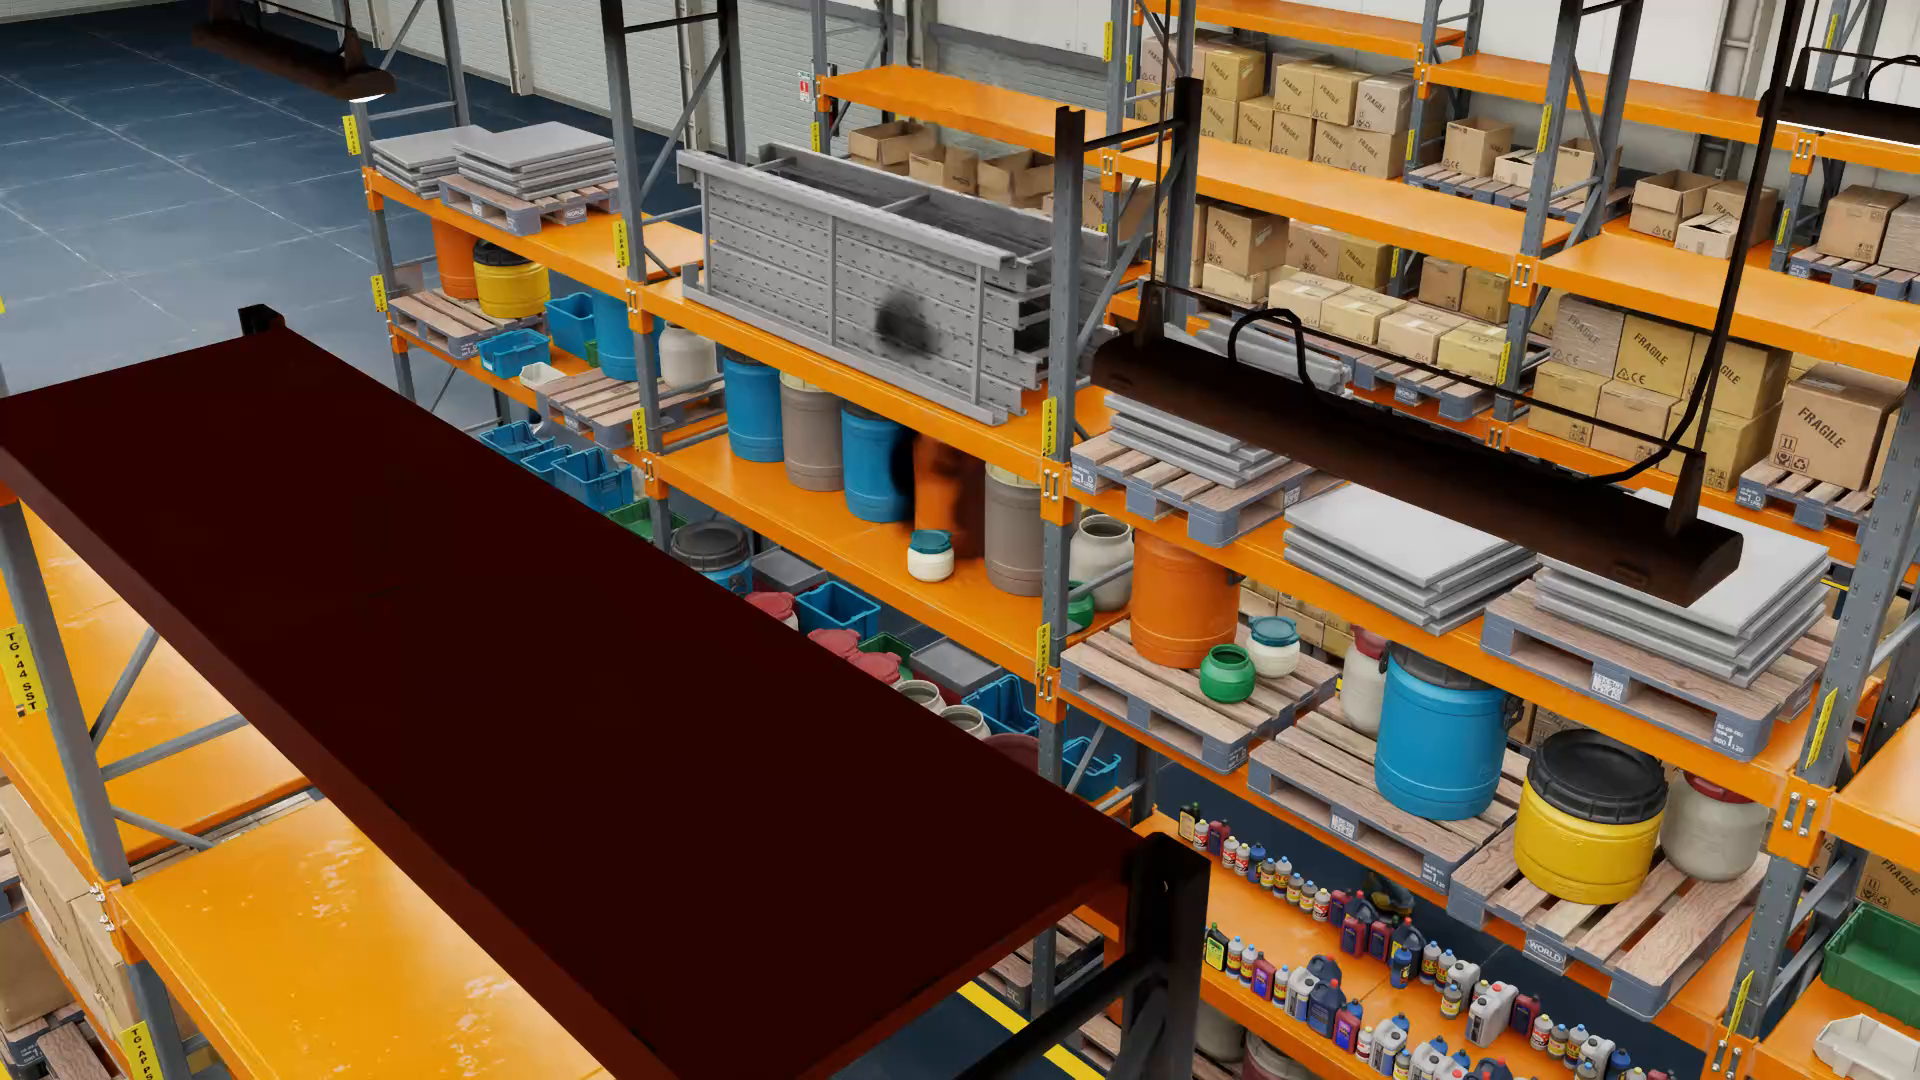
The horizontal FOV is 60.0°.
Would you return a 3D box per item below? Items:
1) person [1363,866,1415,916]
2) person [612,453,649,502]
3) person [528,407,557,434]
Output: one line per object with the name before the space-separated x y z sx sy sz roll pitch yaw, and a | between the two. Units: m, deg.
person | 2.917 1.835 11.583 0.714 1.737 0.686 20 34 33
person | -3.241 -0.774 16.477 0.807 1.843 0.660 16 32 28
person | -4.747 -1.982 18.849 0.690 1.639 0.518 -11 30 -19
